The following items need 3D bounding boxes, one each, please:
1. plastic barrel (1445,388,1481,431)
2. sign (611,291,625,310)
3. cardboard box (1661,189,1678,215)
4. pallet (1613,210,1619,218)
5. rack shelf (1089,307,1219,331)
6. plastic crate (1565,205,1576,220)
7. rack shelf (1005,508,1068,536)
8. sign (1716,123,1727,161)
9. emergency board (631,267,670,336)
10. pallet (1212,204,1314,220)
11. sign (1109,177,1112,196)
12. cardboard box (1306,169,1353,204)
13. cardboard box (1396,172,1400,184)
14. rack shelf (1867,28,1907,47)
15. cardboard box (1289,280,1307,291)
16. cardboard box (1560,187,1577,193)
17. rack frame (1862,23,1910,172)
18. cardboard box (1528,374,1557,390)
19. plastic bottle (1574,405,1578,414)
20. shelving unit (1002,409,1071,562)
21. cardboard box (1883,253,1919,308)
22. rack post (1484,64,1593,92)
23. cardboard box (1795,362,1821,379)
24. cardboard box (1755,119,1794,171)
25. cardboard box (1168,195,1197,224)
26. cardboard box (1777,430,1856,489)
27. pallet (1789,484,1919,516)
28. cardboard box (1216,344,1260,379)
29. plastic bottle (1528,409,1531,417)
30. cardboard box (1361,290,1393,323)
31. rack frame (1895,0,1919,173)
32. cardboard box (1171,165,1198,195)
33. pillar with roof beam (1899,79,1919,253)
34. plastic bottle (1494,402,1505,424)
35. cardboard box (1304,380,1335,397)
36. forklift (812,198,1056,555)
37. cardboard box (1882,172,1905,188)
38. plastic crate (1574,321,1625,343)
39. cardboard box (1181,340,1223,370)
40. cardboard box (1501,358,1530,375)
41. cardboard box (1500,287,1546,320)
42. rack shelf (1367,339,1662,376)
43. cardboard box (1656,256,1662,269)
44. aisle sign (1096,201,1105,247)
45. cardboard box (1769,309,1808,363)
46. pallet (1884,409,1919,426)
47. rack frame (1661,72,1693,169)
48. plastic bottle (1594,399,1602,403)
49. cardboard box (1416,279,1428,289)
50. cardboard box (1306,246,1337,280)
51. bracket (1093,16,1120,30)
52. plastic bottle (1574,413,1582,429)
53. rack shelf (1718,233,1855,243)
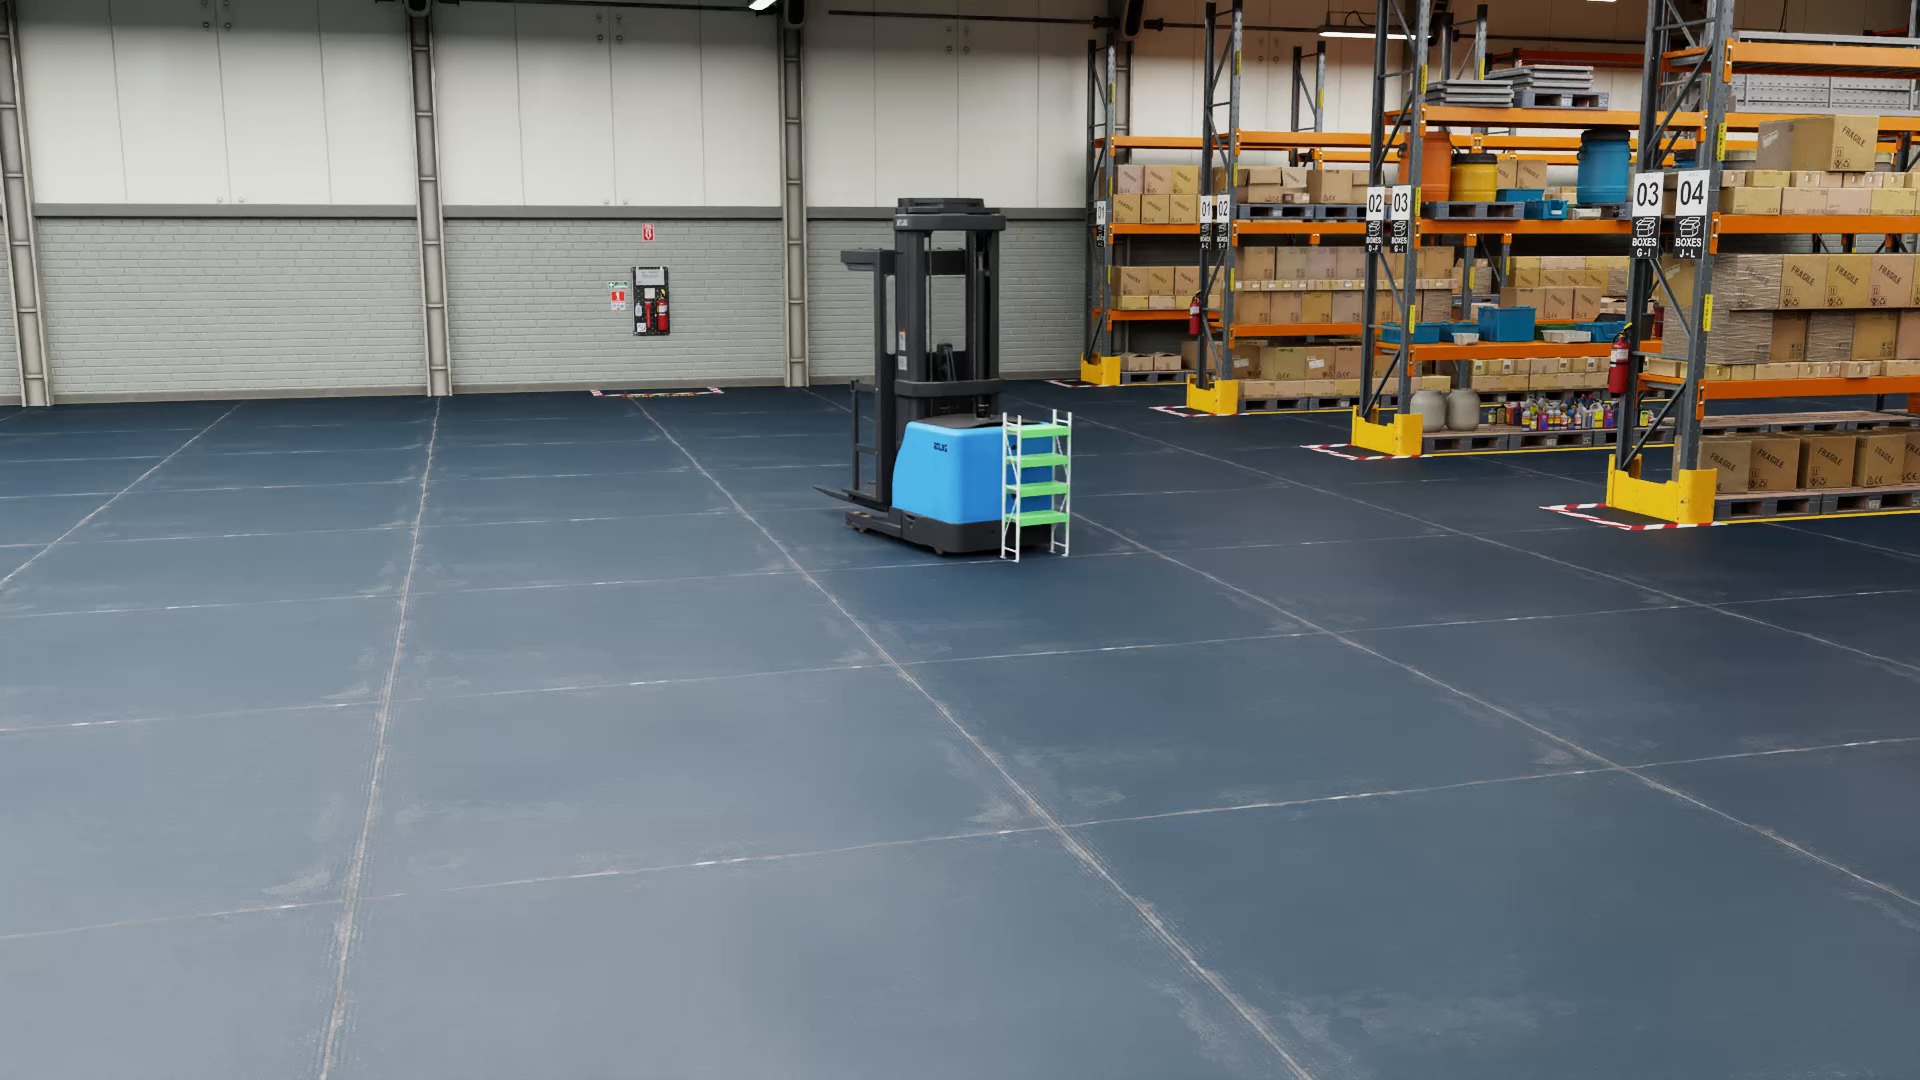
[{"bbox_3d":[6.313,-1.639,20.879,0.421,0.512,0.421,0,10,0],"label":"plastic barrel"},{"bbox_3d":[-5.822,-4.078,28.315,0.234,0.329,0.001,-3,11,-16],"label":"sign"},{"bbox_3d":[6.997,-3.194,15.738,0.500,0.250,0.500,-3,11,-15],"label":"cardboard box"},{"bbox_3d":[9.822,-5.126,26.343,1.213,0.211,1.003,-2,11,-13],"label":"pallet"},{"bbox_3d":[4.372,-4.054,30.271,4.000,0.370,1.077,-3,11,-16],"label":"rack shelf"},{"bbox_3d":[7.471,-4.125,20.971,0.450,0.188,0.336,-3,11,-16],"label":"plastic crate"},{"bbox_3d":[0.624,-0.151,13.720,0.480,0.148,0.258,-6,13,-30],"label":"rack shelf"},{"bbox_3d":[6.757,-3.534,14.761,0.005,0.325,0.100,-3,11,-16],"label":"sign"},{"bbox_3d":[-5.262,-4.070,28.372,0.643,1.169,0.194,-3,11,-16],"label":"emergency board"},{"bbox_3d":[4.526,-4.909,24.885,1.213,0.211,1.003,-3,11,-16],"label":"pallet"},{"bbox_3d":[2.604,-6.118,28.793,0.005,0.325,0.100,-3,11,-16],"label":"sign"},{"bbox_3d":[5.511,-5.282,24.846,0.500,0.500,0.500,-3,11,-16],"label":"cardboard box"},{"bbox_3d":[7.123,-5.468,25.858,0.500,0.500,0.500,-2,11,-11],"label":"cardboard box"},{"bbox_3d":[17.282,-8.385,28.049,4.000,0.370,1.077,-3,11,-16],"label":"rack shelf"},{"bbox_3d":[5.013,-3.835,25.025,0.250,0.149,0.380,-3,11,-17],"label":"cardboard box"},{"bbox_3d":[11.612,-6.549,32.057,0.500,0.500,0.700,-2,11,-13],"label":"cardboard box"},{"bbox_3d":[15.362,-7.003,27.735,0.127,3.000,1.000,-3,11,-16],"label":"rack frame"},{"bbox_3d":[9.125,-2.532,26.451,0.500,0.250,0.500,-3,11,-18],"label":"cardboard box"},{"bbox_3d":[7.842,-1.570,21.075,0.133,0.283,0.061,-3,11,-16],"label":"plastic bottle"},{"bbox_3d":[0.627,-0.449,13.661,0.503,1.200,0.258,-6,13,-30],"label":"shelving unit"},{"bbox_3d":[9.131,-2.492,15.938,0.500,0.500,0.500,-3,11,-16],"label":"cardboard box"},{"bbox_3d":[7.073,-5.601,20.327,0.954,0.300,0.937,-3,11,-17],"label":"rack post"},{"bbox_3d":[7.912,-1.620,15.755,0.250,0.149,0.380,-3,11,-16],"label":"cardboard box"},{"bbox_3d":[8.023,-3.762,15.936,0.500,0.500,0.500,-3,11,-16],"label":"cardboard box"},{"bbox_3d":[3.866,-5.862,29.490,0.500,0.500,0.500,-2,11,-13],"label":"cardboard box"},{"bbox_3d":[8.380,-0.794,16.319,0.500,0.500,0.500,-2,11,-11],"label":"cardboard box"},{"bbox_3d":[8.638,-0.452,16.419,1.213,0.211,1.003,-3,11,-16],"label":"pallet"},{"bbox_3d":[4.272,-2.748,25.551,0.500,0.500,0.500,-3,11,-16],"label":"cardboard box"},{"bbox_3d":[7.298,-1.588,21.402,0.097,0.201,0.097,0,10,0],"label":"plastic bottle"},{"bbox_3d":[6.269,-3.621,25.656,0.500,0.500,0.700,-3,11,-15],"label":"cardboard box"},{"bbox_3d":[12.902,-5.940,21.957,0.127,3.000,1.000,-3,11,-16],"label":"rack frame"},{"bbox_3d":[3.874,-6.354,29.401,0.500,0.500,0.500,-3,11,-14],"label":"cardboard box"},{"bbox_3d":[21.368,-7.605,31.005,0.548,9.000,9.100,-3,11,-16],"label":"pillar with roof beam"},{"bbox_3d":[6.969,-1.643,21.475,0.133,0.283,0.061,-3,11,-15],"label":"plastic bottle"},{"bbox_3d":[5.377,-2.340,25.405,0.500,0.250,0.500,-3,11,-16],"label":"cardboard box"},{"bbox_3d":[-0.378,-1.542,14.830,1.130,2.935,3.031,-6,12,-30],"label":"forklift"},{"bbox_3d":[8.667,-3.391,15.709,0.250,0.149,0.380,-3,11,-18],"label":"cardboard box"},{"bbox_3d":[8.075,-2.611,20.853,0.616,0.251,0.499,-3,11,-16],"label":"plastic crate"},{"bbox_3d":[4.407,-3.370,30.259,0.500,0.500,0.700,-4,11,-20],"label":"cardboard box"},{"bbox_3d":[8.629,-2.780,26.250,0.500,0.311,0.500,-3,11,-17],"label":"cardboard box"},{"bbox_3d":[8.929,-3.760,26.410,0.500,0.500,0.500,-2,11,-12],"label":"cardboard box"},{"bbox_3d":[7.141,-2.332,20.916,4.000,0.370,1.077,-3,11,-16],"label":"rack shelf"},{"bbox_3d":[13.597,-5.420,32.479,0.500,0.250,0.500,-3,11,-15],"label":"cardboard box"},{"bbox_3d":[2.467,-5.529,29.117,0.004,0.787,0.394,-3,11,-16],"label":"aisle sign"},{"bbox_3d":[7.588,-1.988,15.964,0.500,0.500,0.875,-3,11,-16],"label":"cardboard box"},{"bbox_3d":[13.648,-1.665,23.008,1.213,0.211,1.003,-3,11,-16],"label":"pallet"},{"bbox_3d":[13.974,-7.864,32.411,0.127,3.000,1.000,-3,11,-16],"label":"rack frame"},{"bbox_3d":[8.330,-1.703,21.819,0.135,0.276,0.152,-3,11,-14],"label":"plastic bottle"},{"bbox_3d":[6.991,-3.940,25.593,0.250,0.149,0.380,-3,11,-18],"label":"cardboard box"},{"bbox_3d":[5.330,-4.210,25.272,0.500,0.500,0.700,-3,11,-16],"label":"cardboard box"},{"bbox_3d":[2.583,-9.131,29.347,0.430,0.232,0.235,-3,11,-16],"label":"bracket"},{"bbox_3d":[7.767,-1.500,20.924,0.097,0.201,0.097,0,10,0],"label":"plastic bottle"},{"bbox_3d":[15.894,-6.137,33.298,4.000,0.370,1.077,-3,11,-16],"label":"rack shelf"}]
